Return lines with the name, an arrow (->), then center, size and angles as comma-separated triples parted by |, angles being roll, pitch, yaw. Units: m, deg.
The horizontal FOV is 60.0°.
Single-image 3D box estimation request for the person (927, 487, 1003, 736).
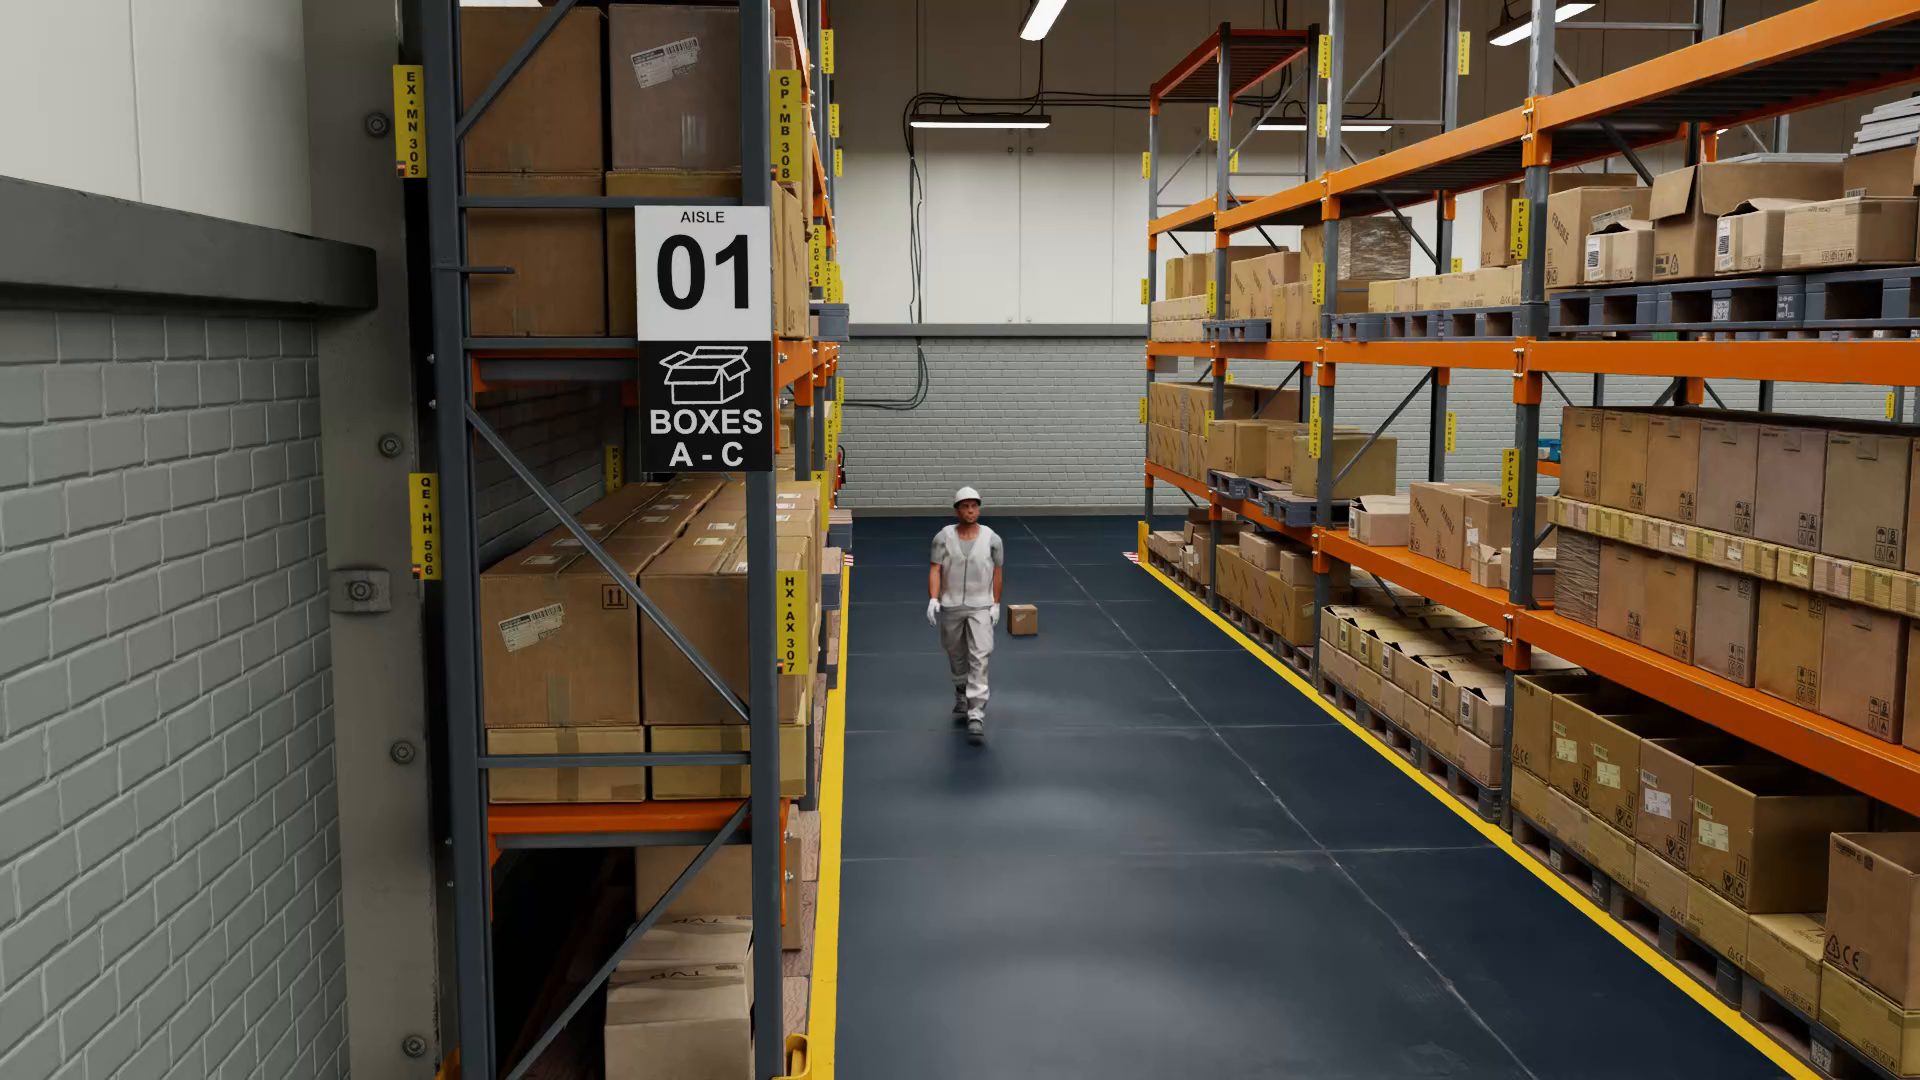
person -> 0.032, 0.494, 11.957 | 0.527, 1.737, 1.037 | 1, 7, 6
